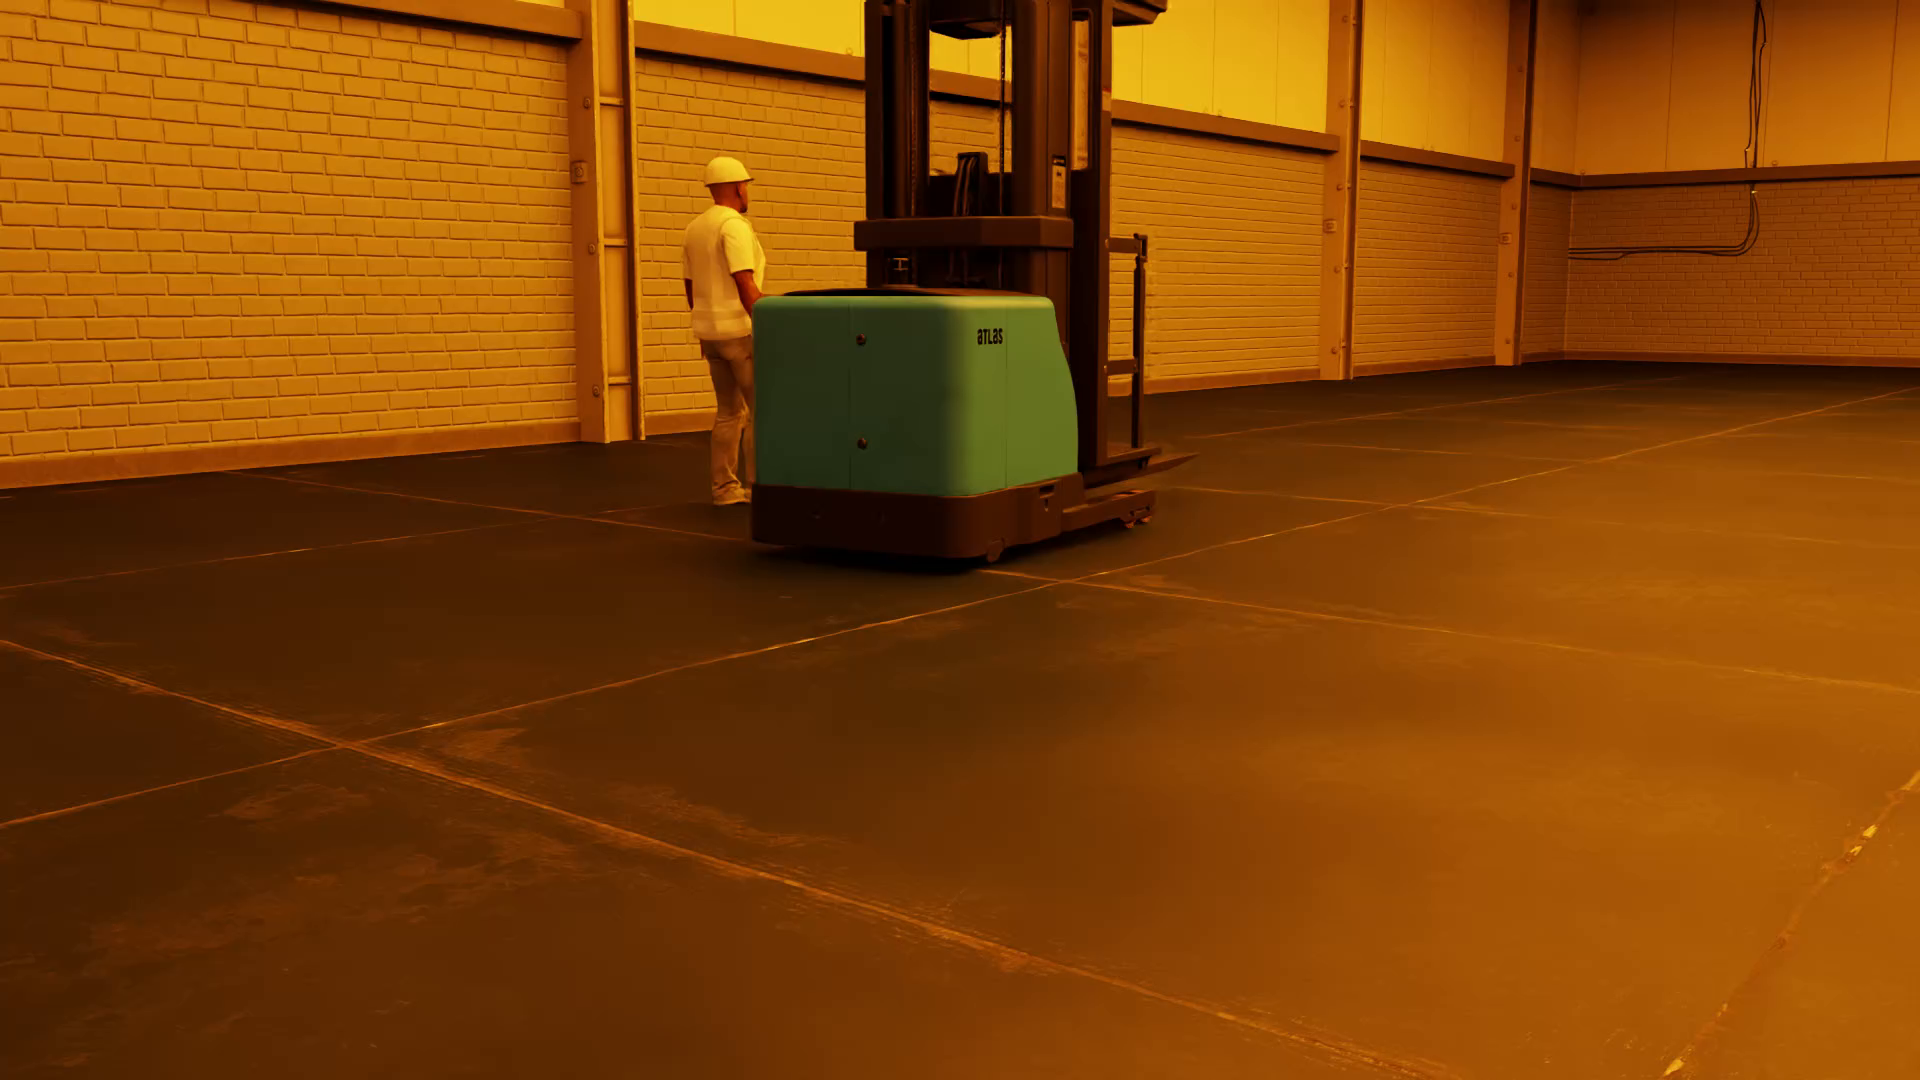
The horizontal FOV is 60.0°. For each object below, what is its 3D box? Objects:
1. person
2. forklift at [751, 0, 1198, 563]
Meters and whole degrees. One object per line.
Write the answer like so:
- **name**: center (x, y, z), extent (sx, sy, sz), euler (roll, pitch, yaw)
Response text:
- **person**: center (-1.116, -1.039, 8.425), extent (0.478, 1.764, 0.708), euler (-7, 11, -38)
- **forklift**: center (0.281, -1.531, 7.745), extent (1.130, 2.935, 3.031), euler (4, 9, 28)
